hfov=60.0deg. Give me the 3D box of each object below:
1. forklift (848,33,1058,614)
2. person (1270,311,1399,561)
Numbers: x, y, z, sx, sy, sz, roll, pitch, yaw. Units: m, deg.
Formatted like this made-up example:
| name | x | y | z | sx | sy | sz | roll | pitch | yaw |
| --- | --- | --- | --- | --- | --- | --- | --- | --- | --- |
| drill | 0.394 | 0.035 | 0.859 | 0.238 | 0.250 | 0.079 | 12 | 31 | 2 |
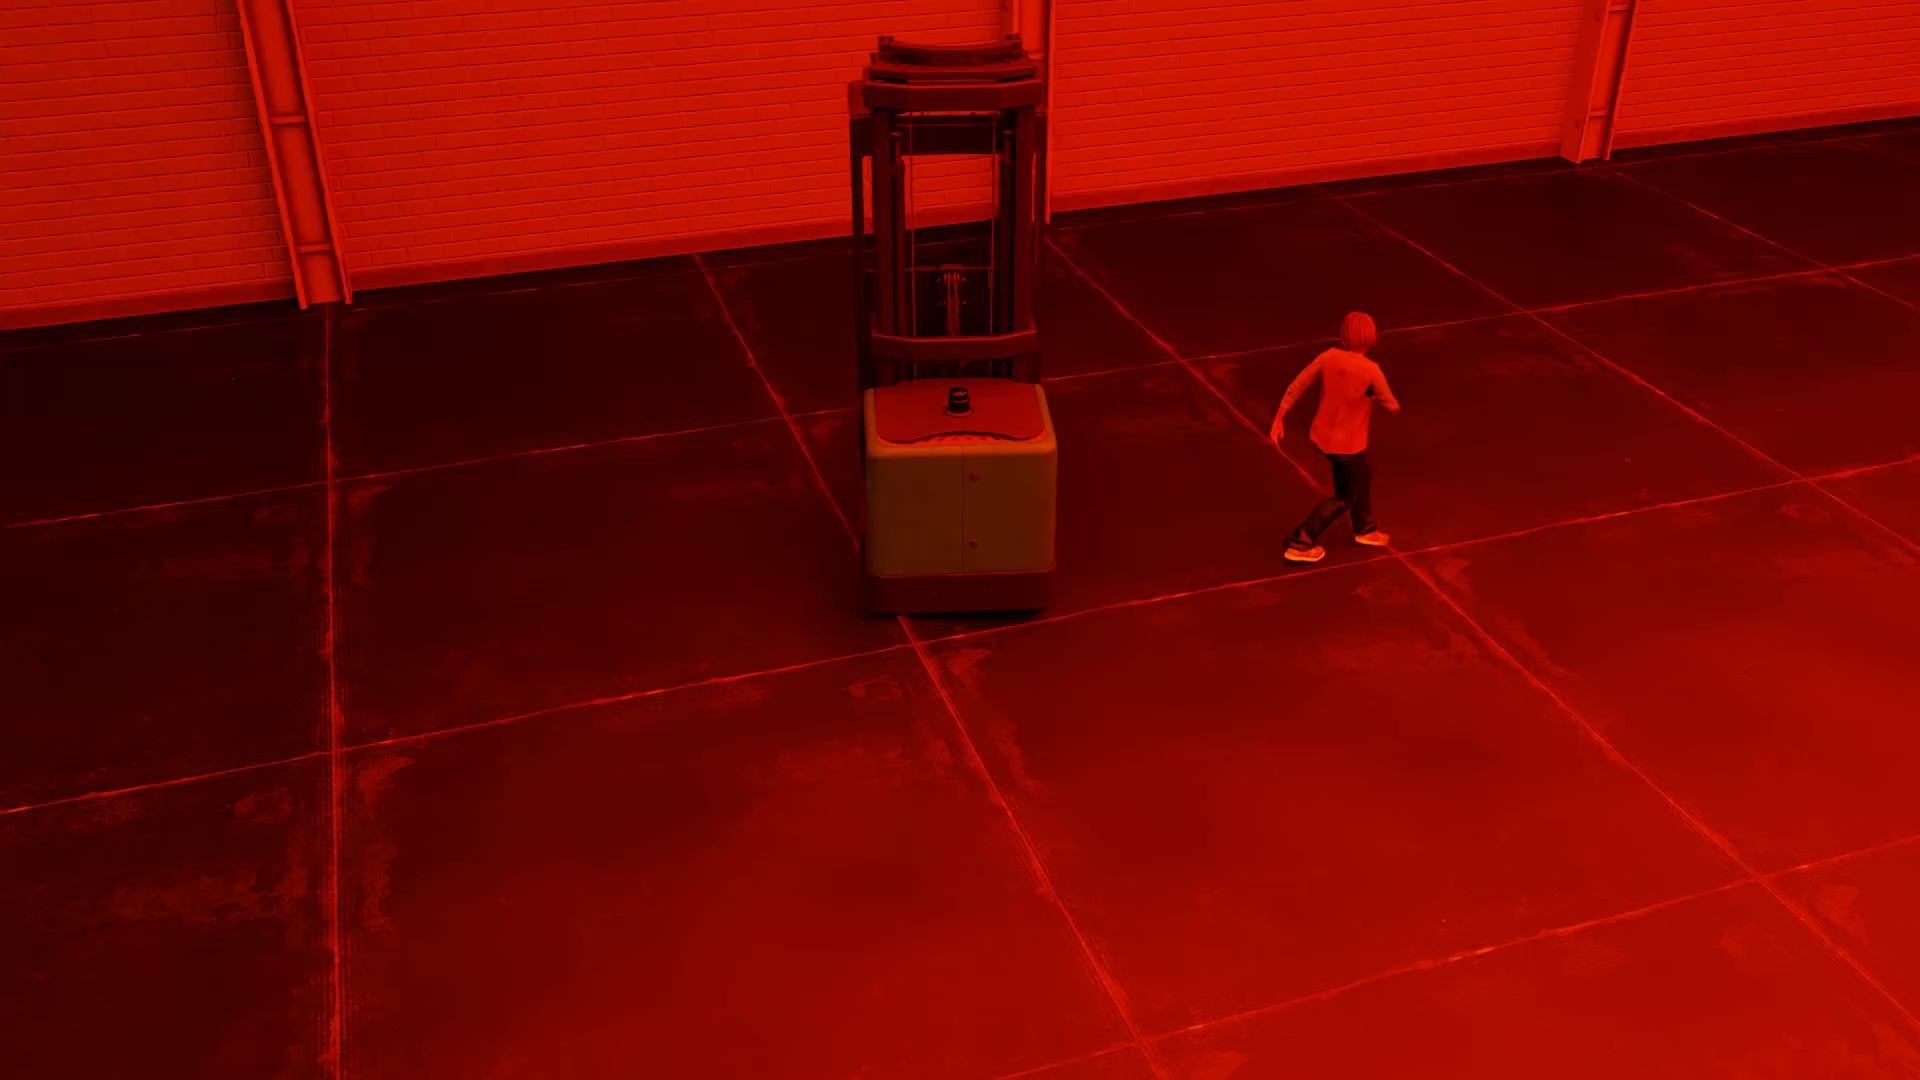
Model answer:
| name | x | y | z | sx | sy | sz | roll | pitch | yaw |
| --- | --- | --- | --- | --- | --- | --- | --- | --- | --- |
| forklift | -0.081 | -1.567 | 9.810 | 1.130 | 2.935 | 3.031 | -2 | 30 | -3 |
| person | 2.213 | -0.576 | 9.527 | 0.828 | 1.543 | 0.436 | -14 | 33 | -22 |
